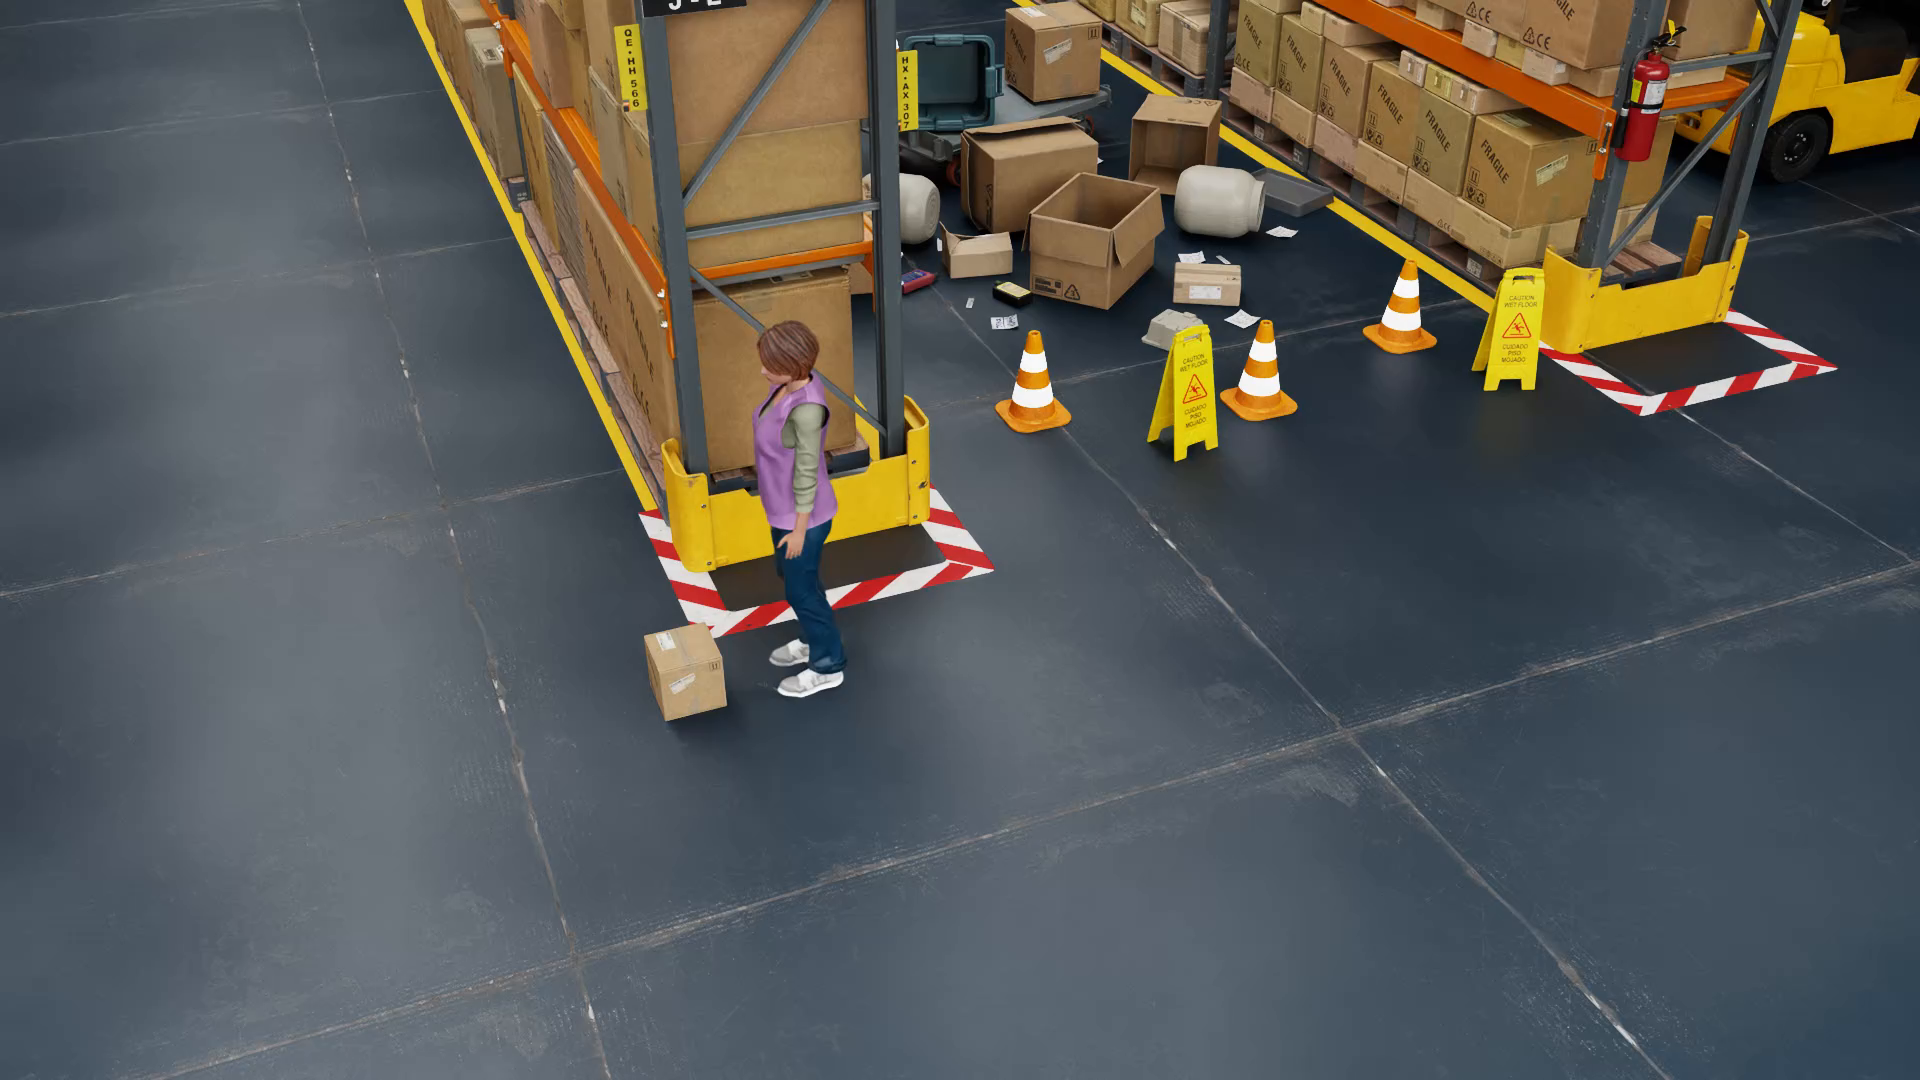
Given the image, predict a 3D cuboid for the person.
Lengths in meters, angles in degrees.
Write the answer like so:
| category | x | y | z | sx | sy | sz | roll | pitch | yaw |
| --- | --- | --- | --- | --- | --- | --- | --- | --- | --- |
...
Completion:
| category | x | y | z | sx | sy | sz | roll | pitch | yaw |
| --- | --- | --- | --- | --- | --- | --- | --- | --- | --- |
| person | -0.611 | -0.102 | 6.316 | 0.303 | 1.596 | 0.407 | -9 | 35 | -13 |
